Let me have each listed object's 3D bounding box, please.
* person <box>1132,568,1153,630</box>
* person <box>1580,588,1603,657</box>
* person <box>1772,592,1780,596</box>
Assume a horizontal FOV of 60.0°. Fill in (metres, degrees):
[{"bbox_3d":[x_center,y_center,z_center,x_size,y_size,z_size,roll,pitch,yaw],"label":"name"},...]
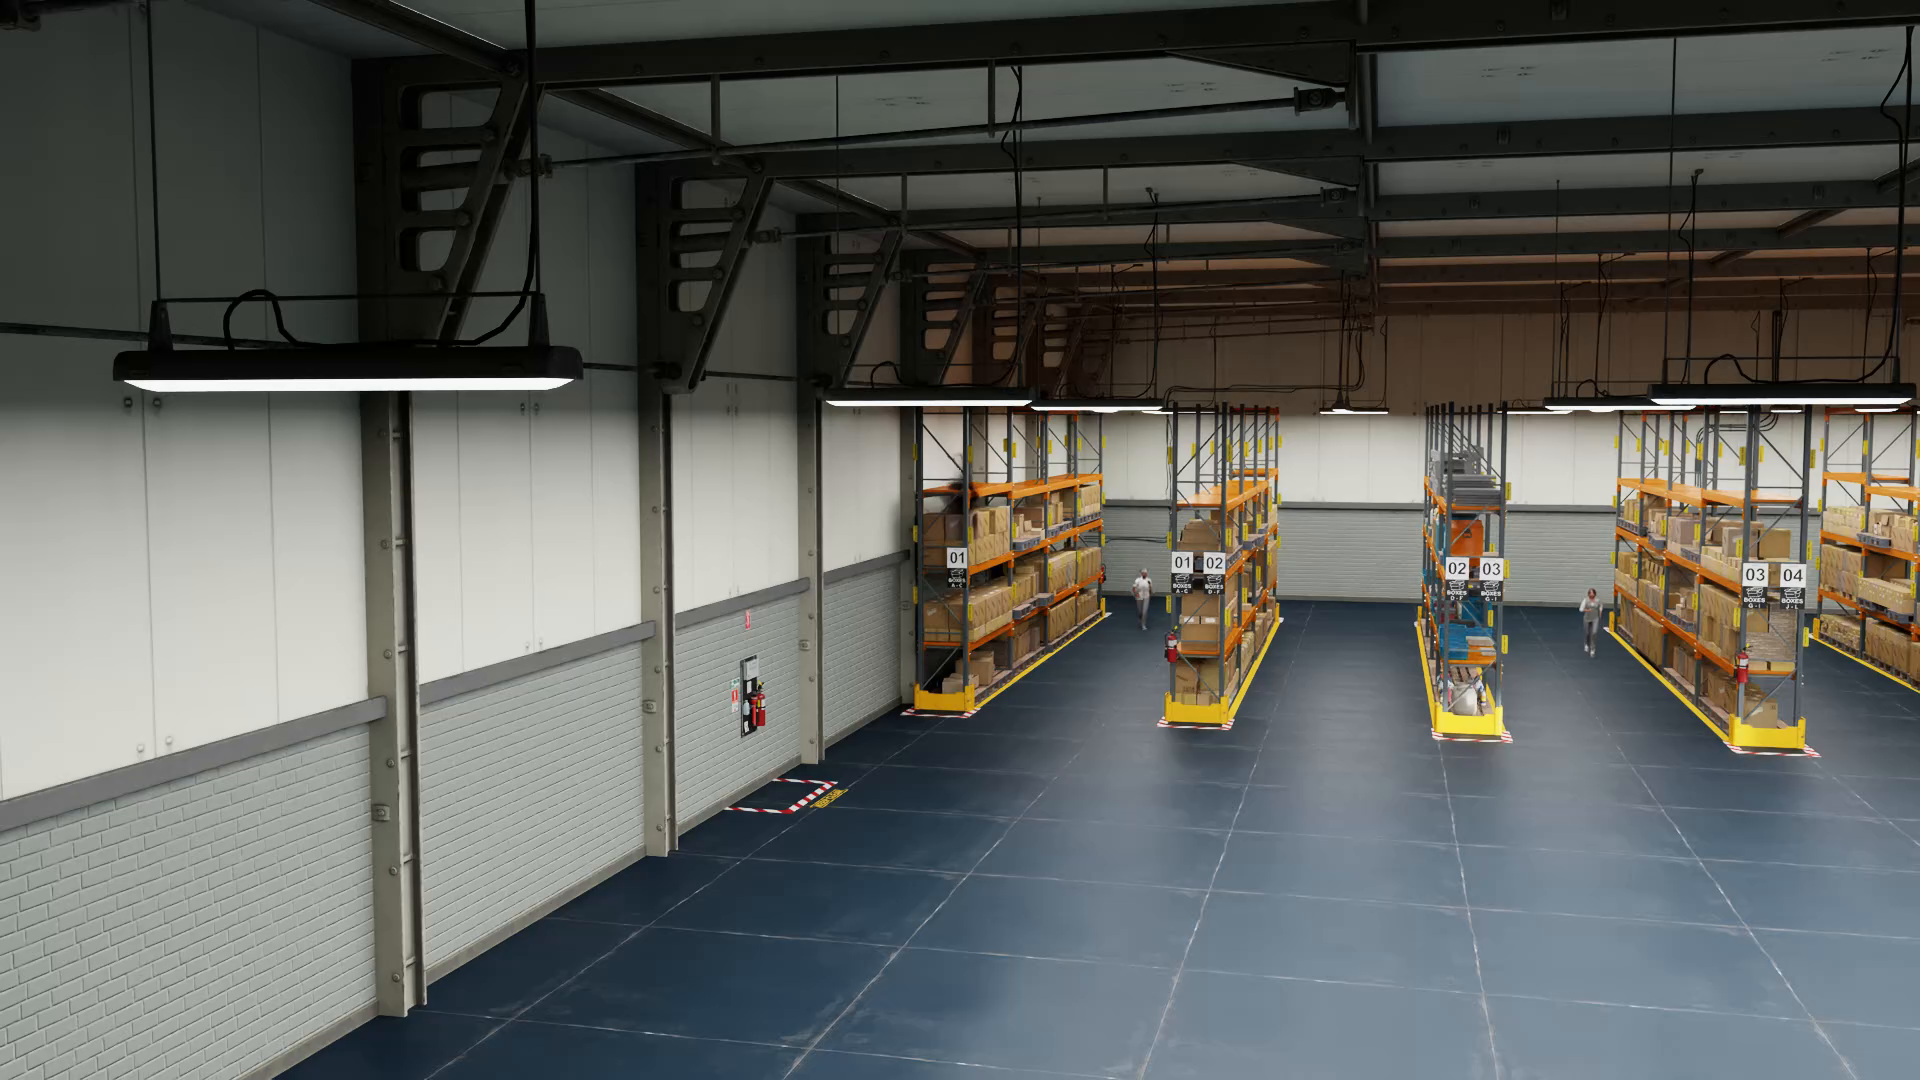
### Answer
[{"bbox_3d":[4.947,1.581,44.977,0.571,1.685,0.625,0,4,-4],"label":"person"},{"bbox_3d":[15.141,1.957,39.907,0.537,1.600,0.861,1,4,15],"label":"person"},{"bbox_3d":[21.216,1.630,43.681,0.743,1.723,0.744,4,6,41],"label":"person"}]
